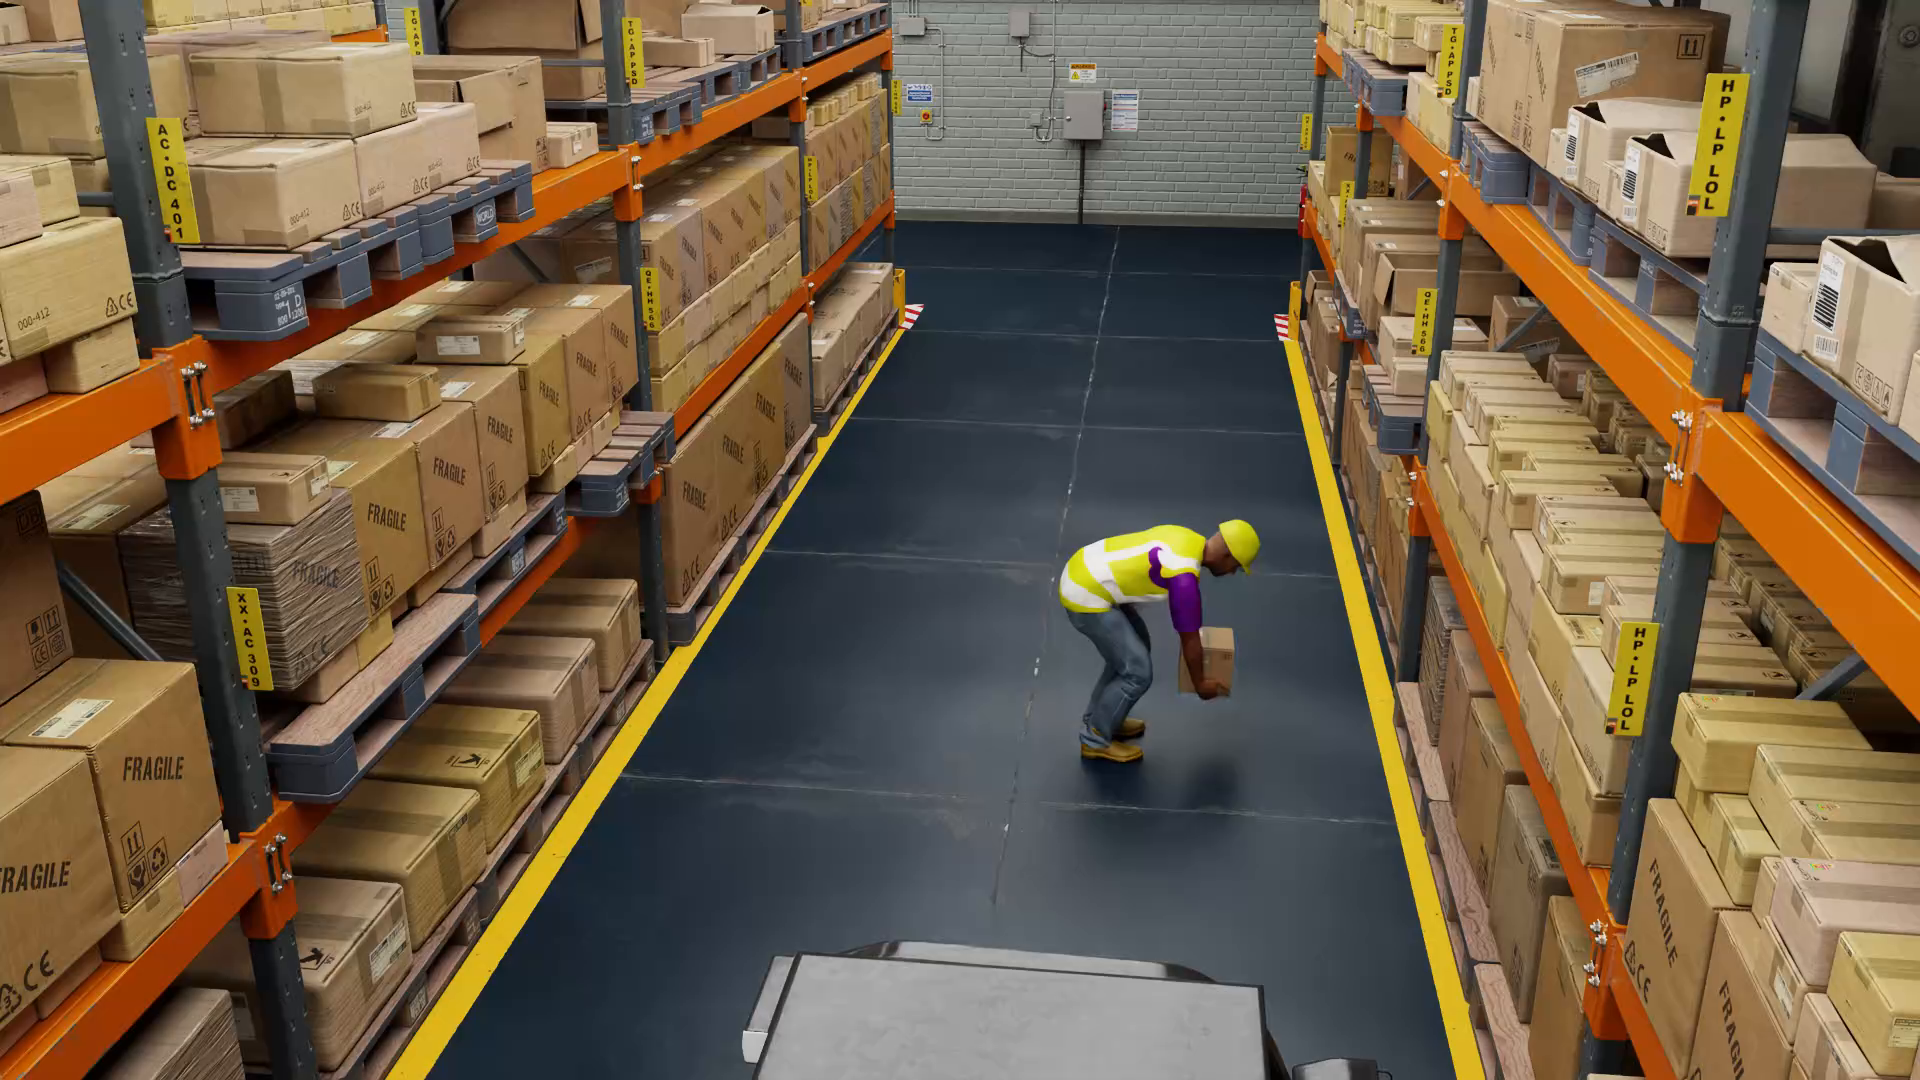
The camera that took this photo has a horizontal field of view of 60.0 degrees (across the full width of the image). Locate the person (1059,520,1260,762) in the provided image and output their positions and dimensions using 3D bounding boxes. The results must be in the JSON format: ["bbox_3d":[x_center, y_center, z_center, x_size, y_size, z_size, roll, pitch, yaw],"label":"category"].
[{"bbox_3d":[0.954,0.461,8.122,0.950,1.208,0.499,2,21,4],"label":"person"}]
